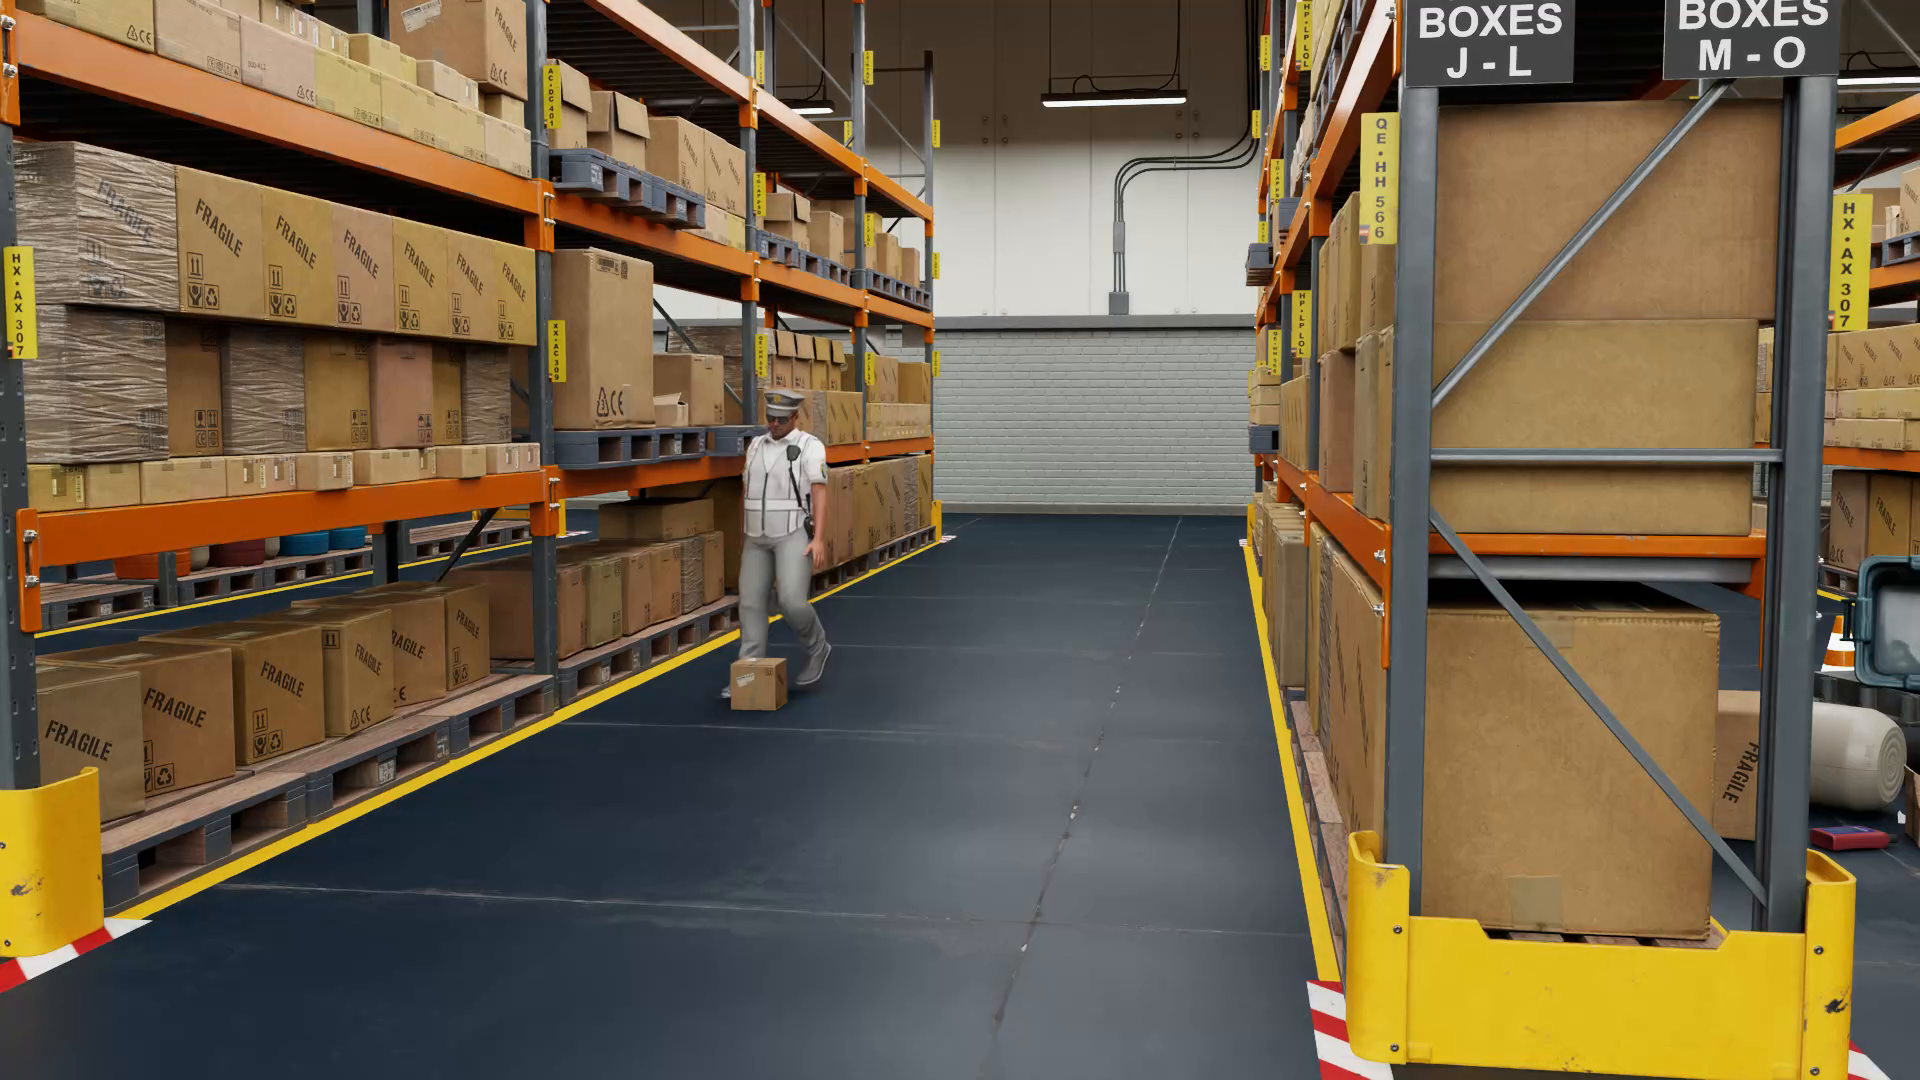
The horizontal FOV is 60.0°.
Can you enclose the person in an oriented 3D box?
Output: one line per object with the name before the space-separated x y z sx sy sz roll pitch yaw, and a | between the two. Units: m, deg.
person | -1.065 0.015 9.543 0.661 1.803 0.446 1 5 17
